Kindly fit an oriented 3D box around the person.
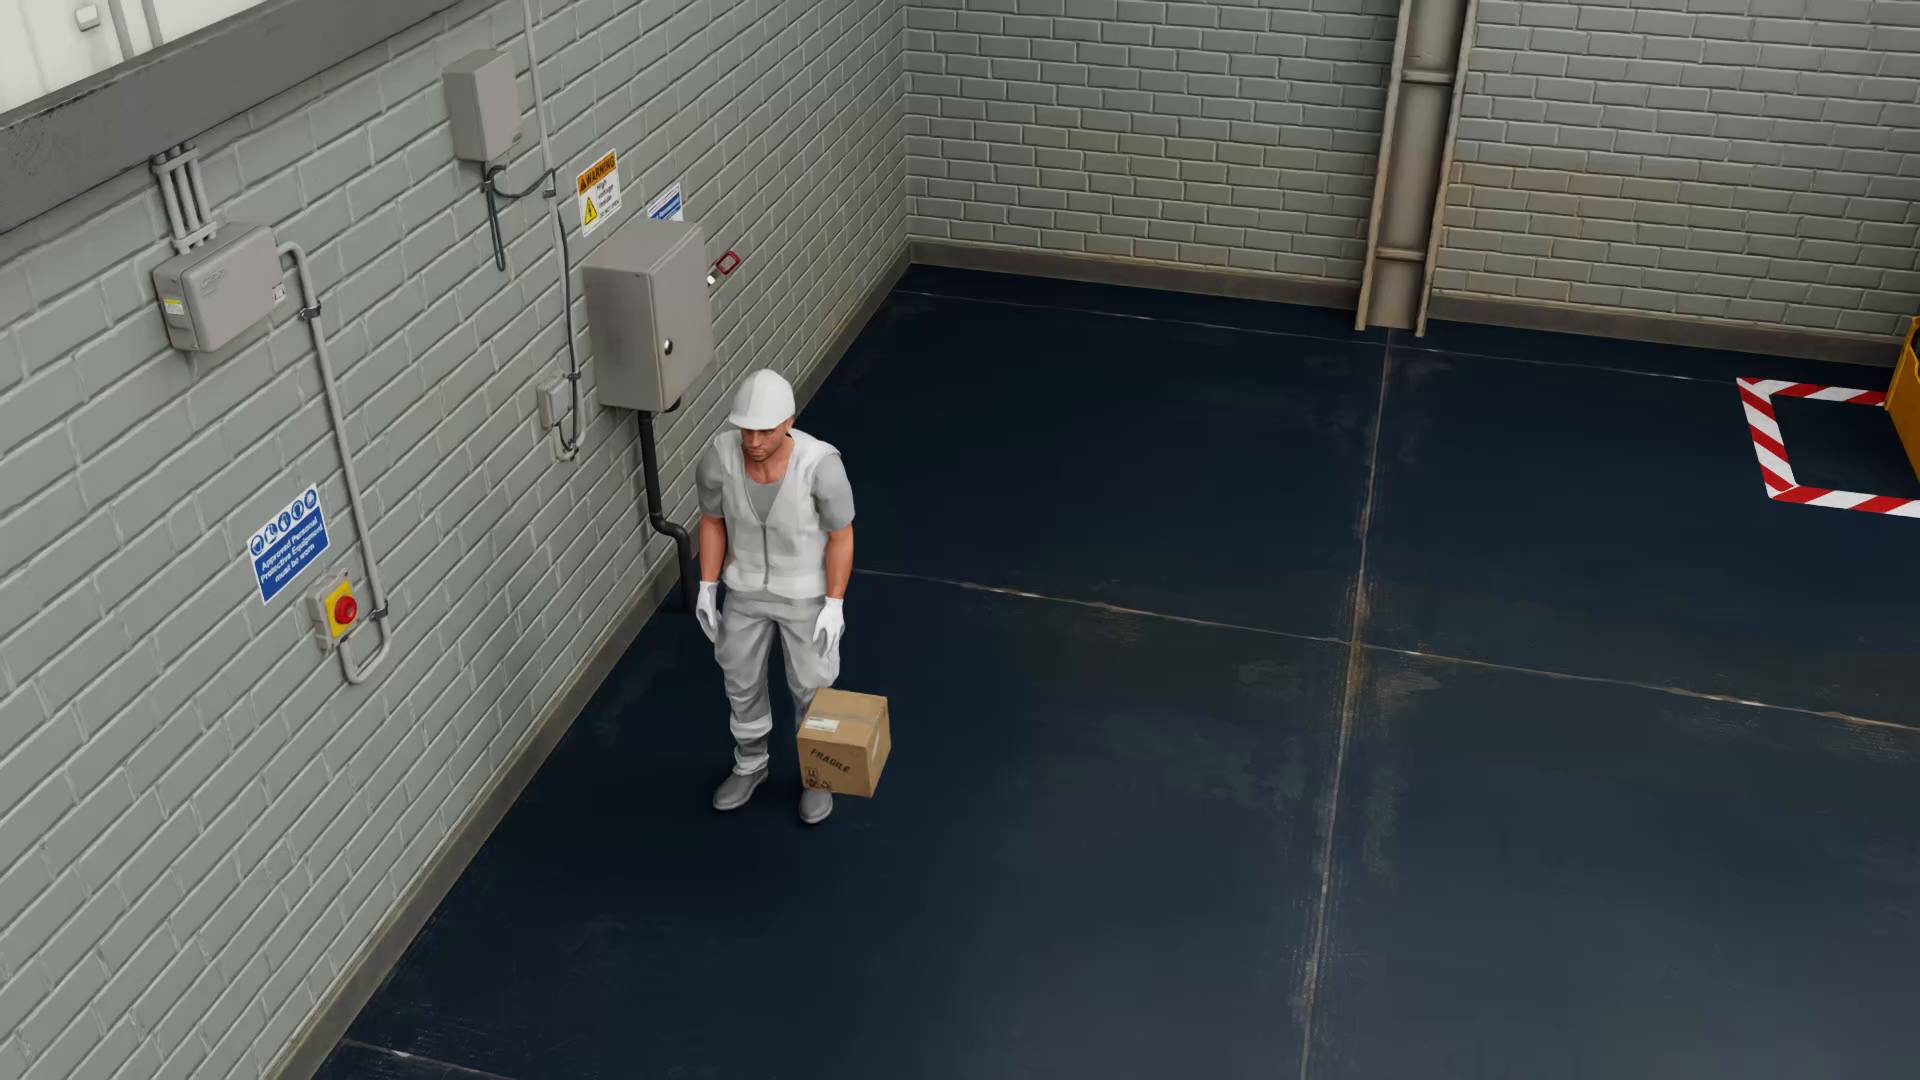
[{"bbox_3d":[-0.636,0.198,5.809,0.553,1.785,0.416,7,33,11],"label":"person"}]
